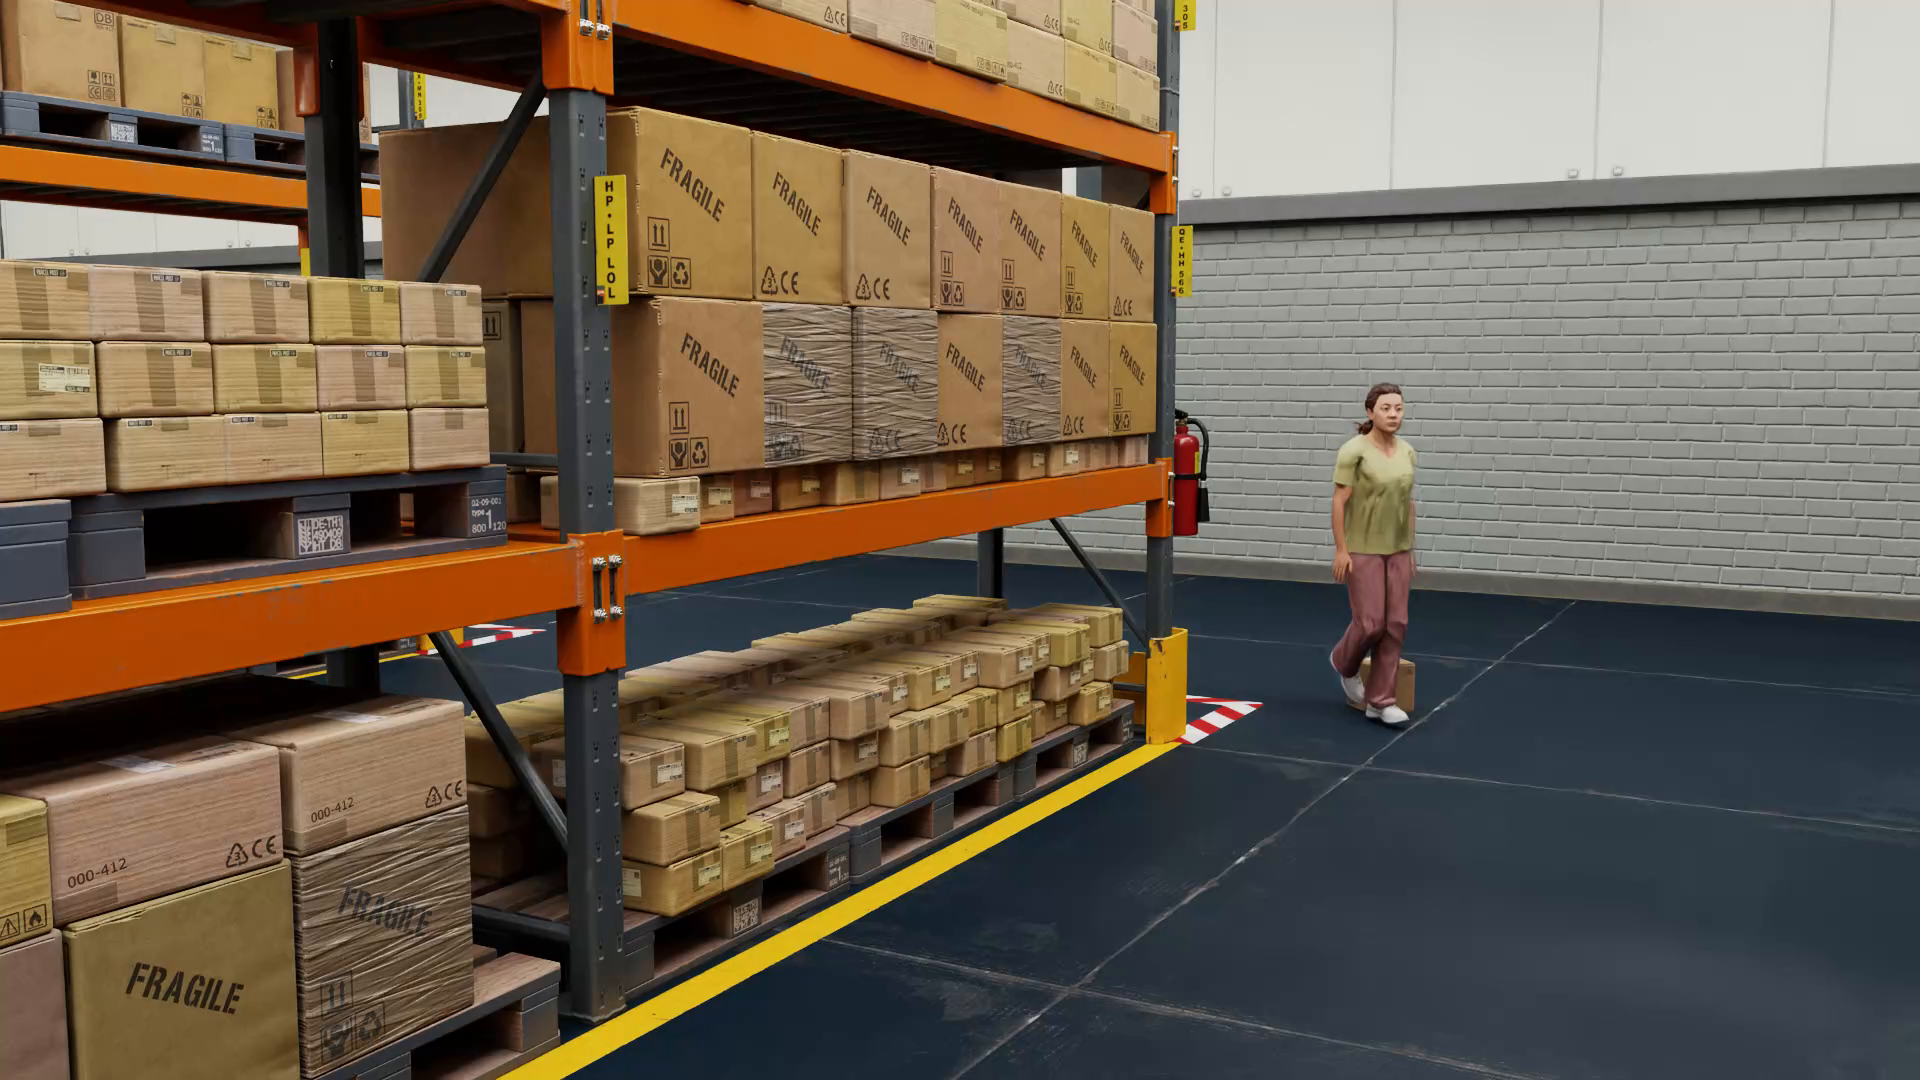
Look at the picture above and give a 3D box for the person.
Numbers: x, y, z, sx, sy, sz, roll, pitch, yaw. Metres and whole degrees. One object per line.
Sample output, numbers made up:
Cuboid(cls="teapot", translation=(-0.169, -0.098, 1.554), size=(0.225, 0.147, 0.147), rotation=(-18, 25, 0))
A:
Cuboid(cls="person", translation=(1.985, 0.057, 8.146), size=(0.480, 1.652, 0.530), rotation=(-2, 6, -17))
